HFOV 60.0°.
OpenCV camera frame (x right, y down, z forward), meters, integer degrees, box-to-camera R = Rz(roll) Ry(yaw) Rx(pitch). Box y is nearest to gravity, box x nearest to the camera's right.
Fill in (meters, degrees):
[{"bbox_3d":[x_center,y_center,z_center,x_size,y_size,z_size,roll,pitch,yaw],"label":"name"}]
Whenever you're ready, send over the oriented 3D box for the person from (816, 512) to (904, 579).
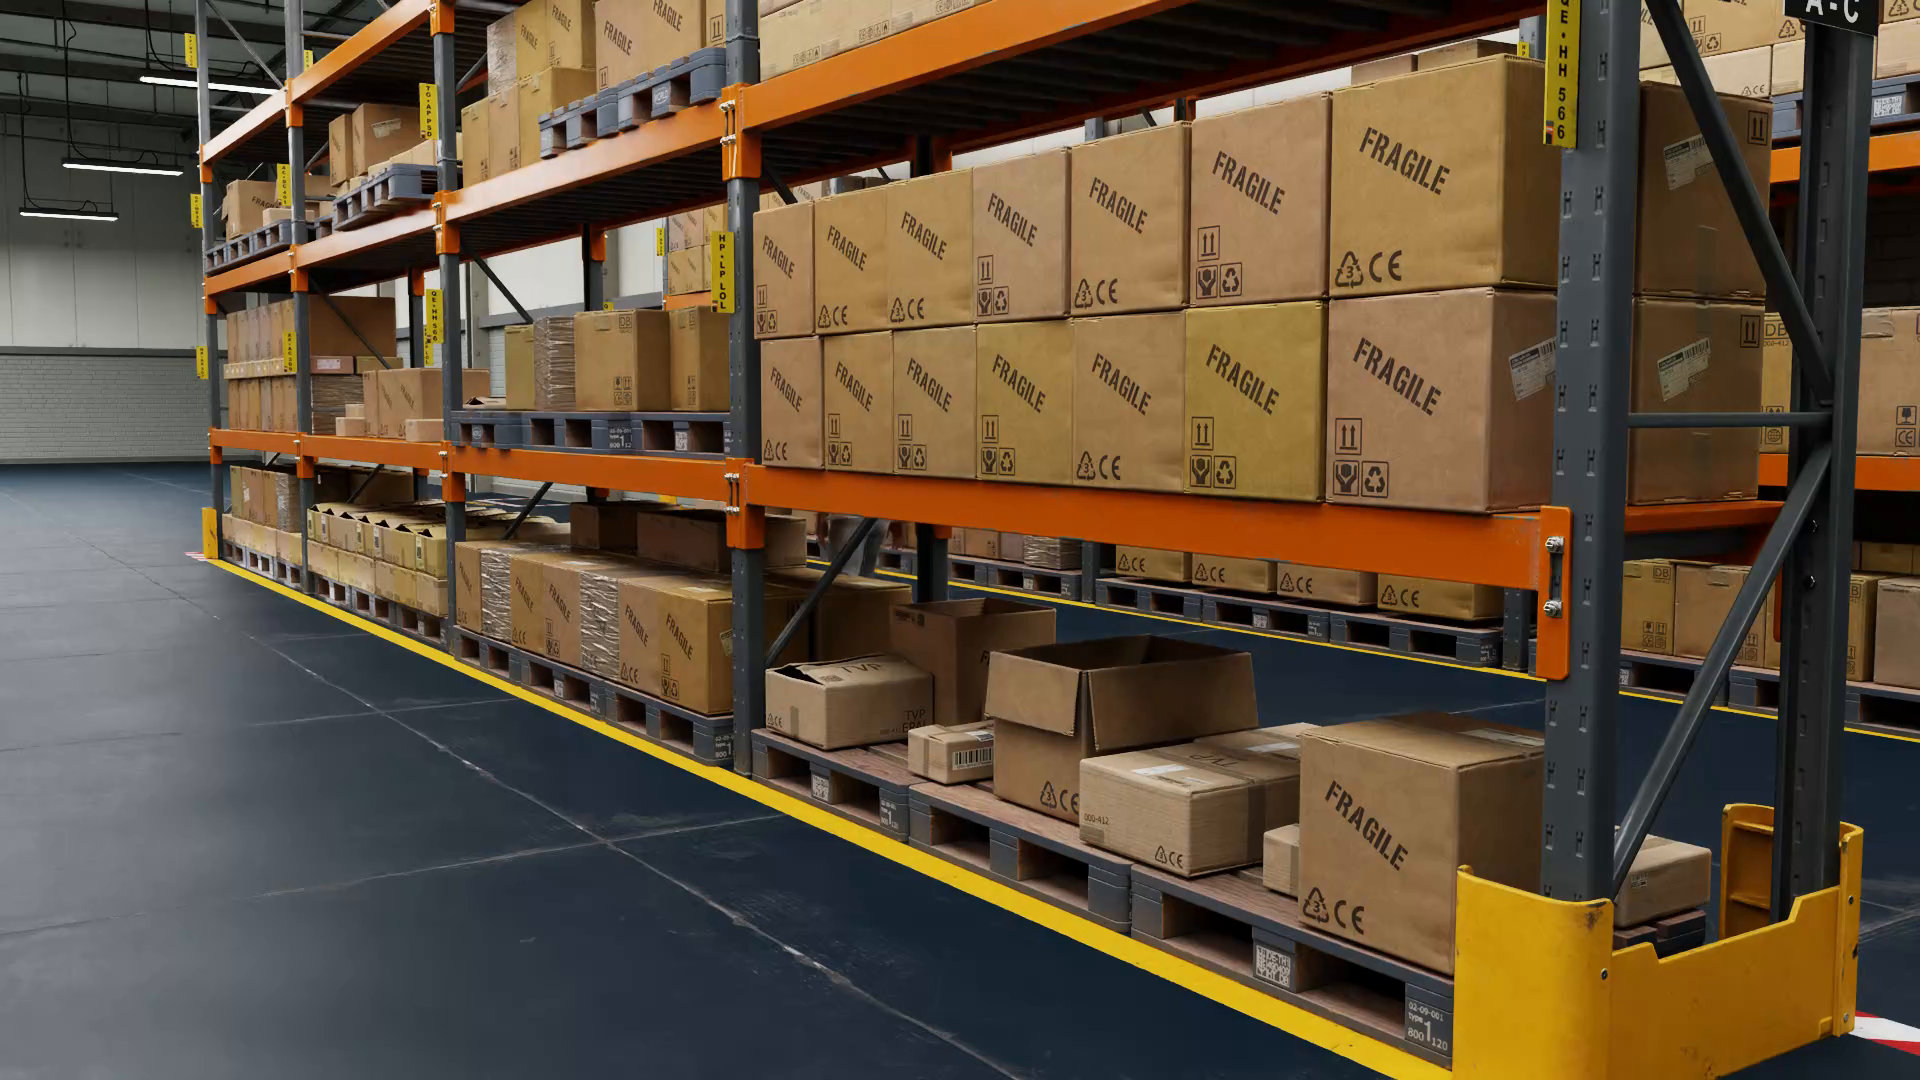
[{"bbox_3d":[-0.587,-0.136,9.974,0.574,1.734,0.948,-3,5,-32],"label":"person"}]
